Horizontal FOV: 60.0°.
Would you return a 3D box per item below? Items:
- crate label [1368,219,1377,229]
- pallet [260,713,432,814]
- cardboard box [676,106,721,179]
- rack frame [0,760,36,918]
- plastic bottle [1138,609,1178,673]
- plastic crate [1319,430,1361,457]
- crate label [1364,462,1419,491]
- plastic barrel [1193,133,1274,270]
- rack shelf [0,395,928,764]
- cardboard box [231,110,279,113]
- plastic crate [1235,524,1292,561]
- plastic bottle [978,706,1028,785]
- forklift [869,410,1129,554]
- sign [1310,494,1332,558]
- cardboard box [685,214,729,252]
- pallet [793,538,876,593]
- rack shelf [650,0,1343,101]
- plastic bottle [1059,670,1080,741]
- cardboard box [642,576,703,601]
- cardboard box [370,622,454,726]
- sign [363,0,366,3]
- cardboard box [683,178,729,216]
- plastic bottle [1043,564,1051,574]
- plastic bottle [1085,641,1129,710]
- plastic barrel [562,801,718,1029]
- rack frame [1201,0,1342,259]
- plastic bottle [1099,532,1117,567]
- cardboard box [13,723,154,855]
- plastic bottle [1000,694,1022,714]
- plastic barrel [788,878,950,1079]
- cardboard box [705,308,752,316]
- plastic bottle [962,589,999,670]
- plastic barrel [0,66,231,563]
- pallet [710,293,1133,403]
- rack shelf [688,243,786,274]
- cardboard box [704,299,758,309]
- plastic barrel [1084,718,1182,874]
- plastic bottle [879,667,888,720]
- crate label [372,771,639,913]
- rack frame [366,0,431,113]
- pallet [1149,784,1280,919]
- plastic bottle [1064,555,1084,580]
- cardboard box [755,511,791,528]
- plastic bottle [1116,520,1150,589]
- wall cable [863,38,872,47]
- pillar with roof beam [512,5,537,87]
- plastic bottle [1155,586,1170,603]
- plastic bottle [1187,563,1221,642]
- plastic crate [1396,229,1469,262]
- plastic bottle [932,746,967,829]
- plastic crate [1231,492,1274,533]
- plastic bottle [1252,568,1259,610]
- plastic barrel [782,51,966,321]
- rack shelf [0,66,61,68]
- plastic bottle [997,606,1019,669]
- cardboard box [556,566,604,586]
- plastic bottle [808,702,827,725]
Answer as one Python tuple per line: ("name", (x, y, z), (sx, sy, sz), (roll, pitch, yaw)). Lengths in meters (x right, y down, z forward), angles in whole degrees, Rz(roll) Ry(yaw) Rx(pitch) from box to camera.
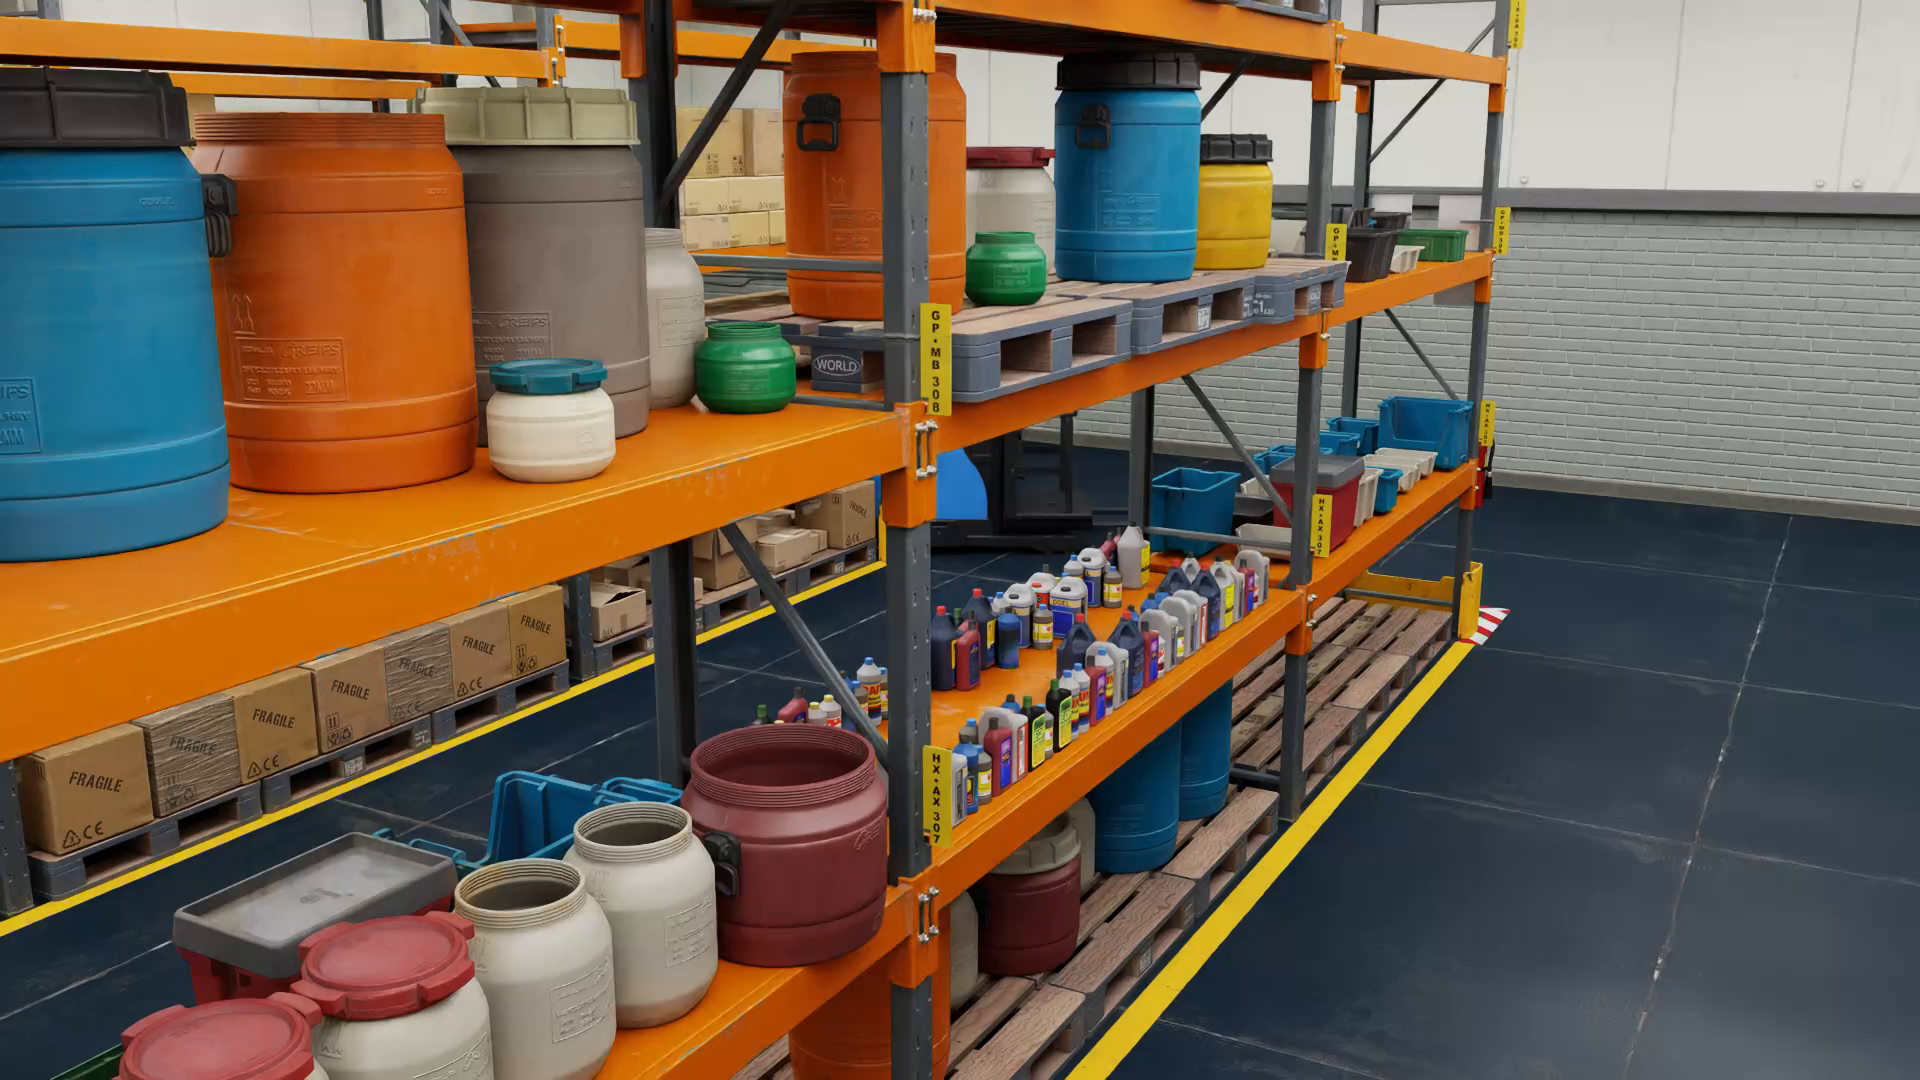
("crate label", (2.583, -2.055, 11.292), (0.408, 0.251, 0.502), (7, 15, 28))
("pallet", (-3.905, 1.215, 9.761), (1.003, 0.211, 1.213), (7, 15, 28))
("cardboard box", (-2.152, -2.850, 11.925), (0.700, 0.500, 0.500), (7, 15, 28))
("rack frame", (-4.890, 0.257, 7.782), (1.000, 3.000, 0.127), (7, 15, 28))
("plastic bottle", (0.873, 0.430, 7.330), (0.152, 0.276, 0.135), (7, 15, 28))
("plastic crate", (2.586, -0.621, 11.656), (0.416, 0.233, 0.300), (7, 15, 28))
("crate label", (2.810, -0.417, 11.016), (0.396, 0.136, 0.243), (7, 15, 28))
("plastic barrel", (1.115, -1.545, 7.560), (0.600, 0.588, 0.600), (0, 14, 0))
("rack shelf", (-1.522, 0.121, 3.482), (1.077, 0.370, 4.000), (7, 15, 28))
("cardboard box", (-6.227, -3.449, 14.366), (0.500, 0.500, 0.500), (7, 15, 28))
("plastic crate", (1.729, 0.018, 9.208), (0.396, 0.136, 0.243), (7, 15, 28))
("plastic bottle", (0.161, 0.733, 6.076), (0.152, 0.276, 0.135), (7, 15, 28))
("forklift", (0.698, -1.423, 14.900), (3.031, 2.935, 1.130), (0, 14, 1))
("sign", (1.859, -0.073, 8.563), (0.100, 0.325, 0.005), (7, 15, 28))
("cardboard box", (-2.016, -2.225, 11.998), (0.500, 0.250, 0.500), (7, 15, 28))
("pallet", (-1.443, 0.151, 14.174), (1.003, 0.211, 1.213), (7, 15, 28))
("rack shelf", (0.412, -1.963, 6.581), (1.077, 0.370, 4.000), (7, 15, 28))
("plastic bottle", (0.417, 0.639, 6.472), (0.097, 0.271, 0.097), (0, 14, 0))
("cardboard box", (-2.154, 0.360, 12.463), (0.380, 0.166, 0.250), (7, 15, 28))
("cardboard box", (-3.433, 0.775, 10.030), (0.500, 0.500, 0.500), (8, 16, 29))
("sign", (-5.843, -5.456, 16.350), (0.100, 0.325, 0.005), (7, 15, 28))
("cardboard box", (-2.011, -2.467, 11.937), (0.500, 0.250, 0.500), (7, 15, 28))
("plastic bottle", (0.398, 0.265, 8.002), (0.061, 0.283, 0.133), (7, 15, 28))
("plastic bottle", (0.607, 0.543, 6.862), (0.152, 0.276, 0.135), (7, 15, 28))
("plastic barrel", (-0.866, 1.000, 4.462), (0.421, 0.512, 0.421), (0, 14, 0))
("rack frame", (1.378, -2.918, 8.152), (1.000, 3.000, 0.127), (7, 15, 28))
("plastic bottle", (0.763, 0.110, 8.644), (0.061, 0.283, 0.133), (7, 15, 28))
("cardboard box", (-4.419, 1.198, 8.277), (0.500, 0.500, 0.500), (8, 16, 30))
("plastic bottle", (0.187, 0.707, 6.191), (0.097, 0.271, 0.097), (0, 14, 0))
("plastic barrel", (-0.334, 1.568, 6.081), (0.600, 0.830, 0.708), (7, 15, 28))
("cardboard box", (-1.735, -1.480, 12.643), (0.500, 0.500, 0.500), (8, 16, 30))
("plastic bottle", (0.087, 0.384, 7.361), (0.144, 0.351, 0.185), (7, 15, 28))
("plastic barrel", (-1.801, -0.459, 3.285), (0.600, 0.901, 0.708), (7, 15, 28))
("pallet", (-0.100, -0.693, 5.727), (1.003, 0.211, 1.213), (7, 15, 28))
("rack shelf", (-1.989, -2.082, 12.621), (1.077, 0.370, 4.000), (7, 15, 28))
("cardboard box", (-1.960, -1.647, 13.336), (0.500, 0.500, 0.500), (8, 16, 29))
("plastic barrel", (0.758, 1.070, 7.994), (0.600, 0.901, 0.708), (7, 15, 28))
("plastic bottle", (-0.315, 0.616, 6.719), (0.097, 0.201, 0.097), (0, 14, 0))
("crate label", (-1.272, 0.975, 4.729), (0.502, 0.435, 0.616), (7, 15, 28))
("rack frame", (-5.360, -4.861, 16.212), (1.000, 3.000, 0.127), (7, 15, 28))
("pallet", (0.969, 1.508, 8.545), (1.003, 0.211, 1.213), (7, 15, 28))
("plastic bottle", (0.564, 0.209, 8.258), (0.097, 0.271, 0.097), (0, 14, 0))
("cardboard box", (-1.775, -0.079, 14.106), (0.500, 0.250, 0.500), (7, 15, 28))
("plastic bottle", (0.905, 0.066, 8.679), (0.144, 0.351, 0.185), (7, 15, 28))
("wall cable", (0.055, -6.620, 19.358), (3.097, 2.526, 0.112), (7, 15, 28))
("pillar with roof beam", (-1.044, -5.025, 16.893), (9.100, 9.000, 0.400), (7, 15, 28))
("plastic bottle", (0.932, 0.347, 7.686), (0.097, 0.271, 0.097), (0, 14, 0))
("plastic bottle", (1.131, 0.286, 7.768), (0.144, 0.351, 0.185), (7, 15, 28))
("plastic crate", (3.085, -1.942, 10.959), (0.450, 0.188, 0.336), (7, 15, 28))
("plastic bottle", (-0.063, 0.828, 5.682), (0.152, 0.276, 0.135), (7, 15, 28))
("plastic crate", (1.684, -0.157, 9.959), (0.437, 0.125, 0.590), (7, 15, 28))
("plastic bottle", (1.439, 0.240, 8.280), (0.097, 0.201, 0.097), (0, 14, 0))
("plastic barrel", (-0.278, -1.168, 5.482), (0.600, 0.830, 0.708), (7, 15, 28))
("rack shelf", (-8.261, -3.086, 11.237), (1.077, 0.370, 4.000), (7, 15, 28))
("plastic bottle", (0.213, 0.428, 7.351), (0.097, 0.271, 0.097), (0, 14, 0))
("cardboard box", (-2.929, 0.289, 12.046), (0.500, 0.500, 0.500), (7, 15, 28))
("plastic bottle", (-0.550, 0.716, 6.305), (0.097, 0.201, 0.097), (0, 14, 0))
